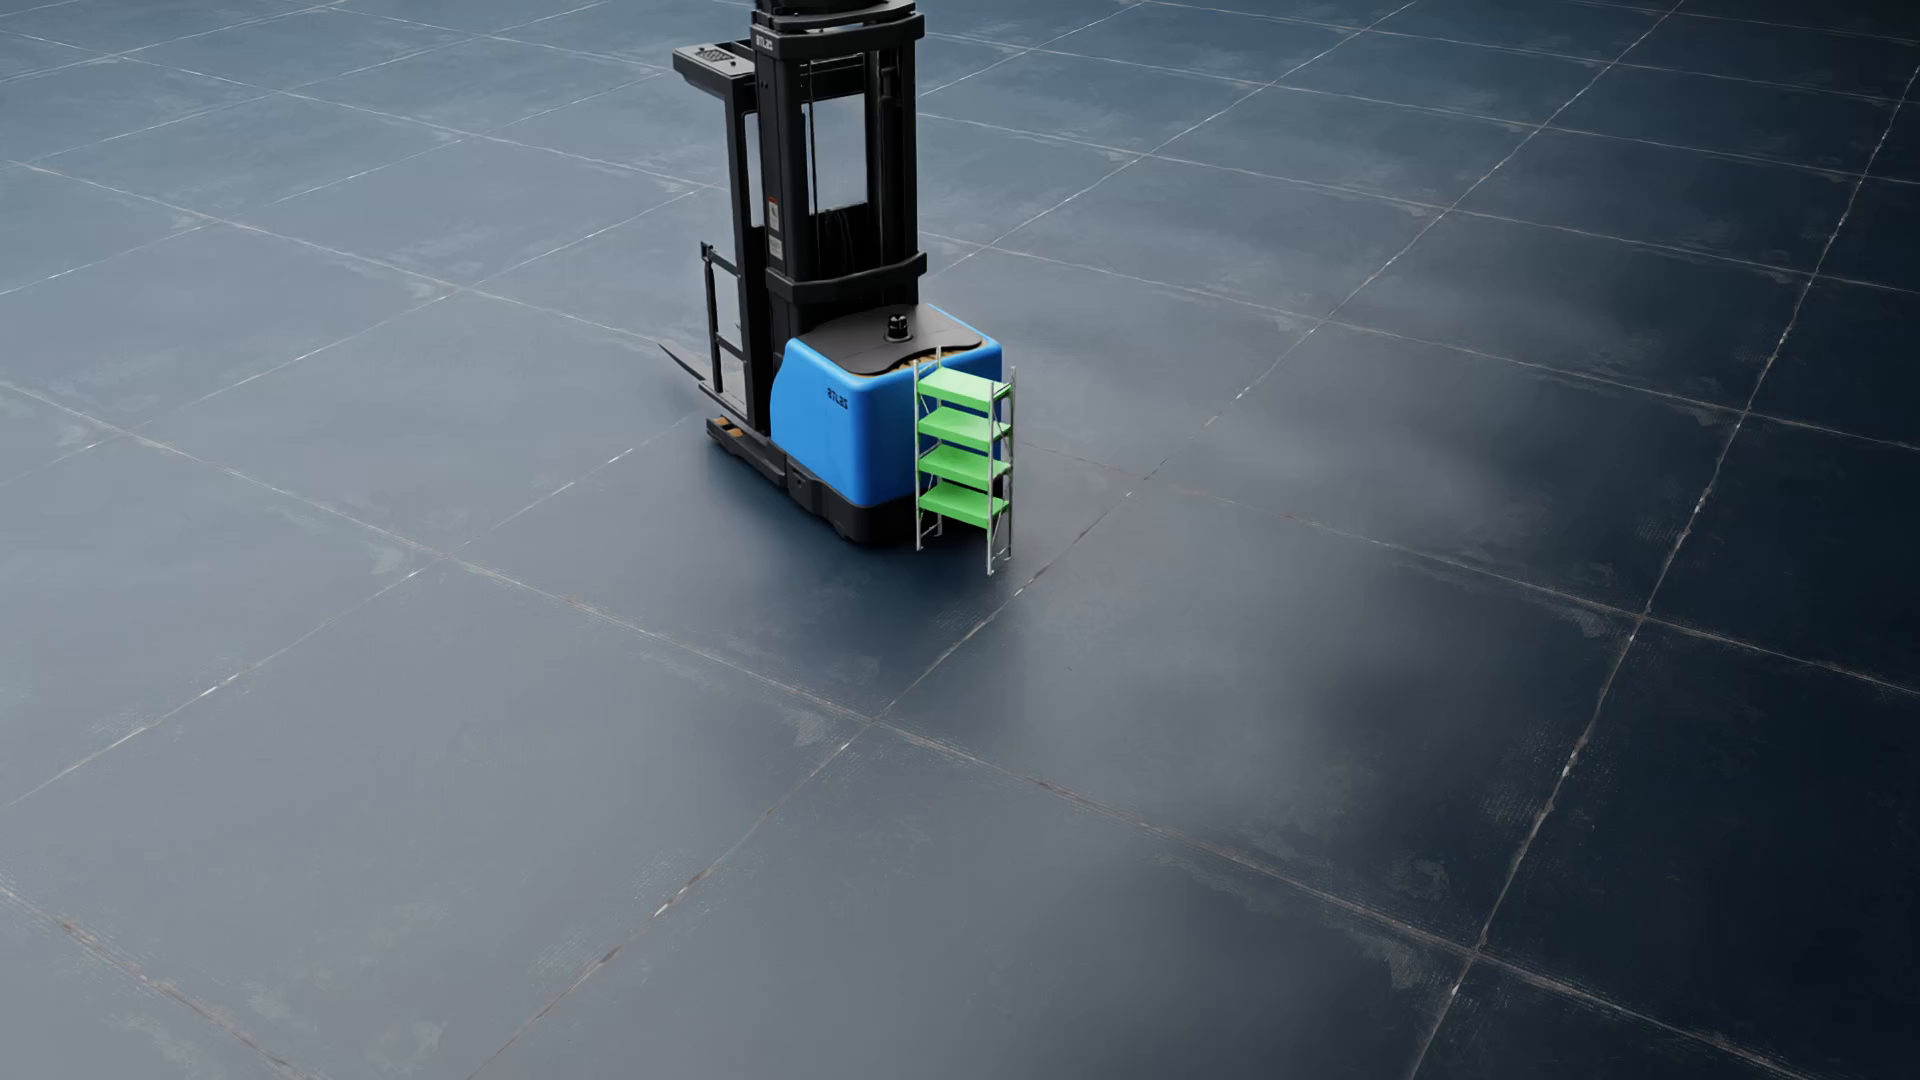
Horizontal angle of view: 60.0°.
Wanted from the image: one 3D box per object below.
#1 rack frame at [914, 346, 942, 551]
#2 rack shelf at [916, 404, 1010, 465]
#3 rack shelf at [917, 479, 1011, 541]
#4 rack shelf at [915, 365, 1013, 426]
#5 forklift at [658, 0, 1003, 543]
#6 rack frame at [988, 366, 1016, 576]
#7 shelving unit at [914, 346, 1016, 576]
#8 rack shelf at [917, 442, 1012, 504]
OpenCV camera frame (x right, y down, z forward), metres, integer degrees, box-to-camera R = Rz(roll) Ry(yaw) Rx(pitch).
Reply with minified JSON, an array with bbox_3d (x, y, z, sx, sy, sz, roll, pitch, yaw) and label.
[{"bbox_3d":[-0.179,-0.504,9.423,0.015,1.200,0.240,18,35,28],"label":"rack frame"},{"bbox_3d":[0.025,-0.588,9.218,0.480,0.148,0.258,18,35,28],"label":"rack shelf"},{"bbox_3d":[0.025,-0.174,9.460,0.480,0.148,0.258,18,35,28],"label":"rack shelf"},{"bbox_3d":[0.025,-0.795,9.097,0.480,0.148,0.258,18,35,28],"label":"rack shelf"},{"bbox_3d":[-0.991,-1.940,10.167,1.130,2.935,3.031,-19,35,-29],"label":"forklift"},{"bbox_3d":[0.229,-0.368,9.191,0.015,1.200,0.240,18,35,28],"label":"rack frame"},{"bbox_3d":[0.025,-0.436,9.307,0.503,1.200,0.258,18,35,28],"label":"shelving unit"},{"bbox_3d":[0.025,-0.381,9.339,0.480,0.148,0.258,18,35,28],"label":"rack shelf"}]
